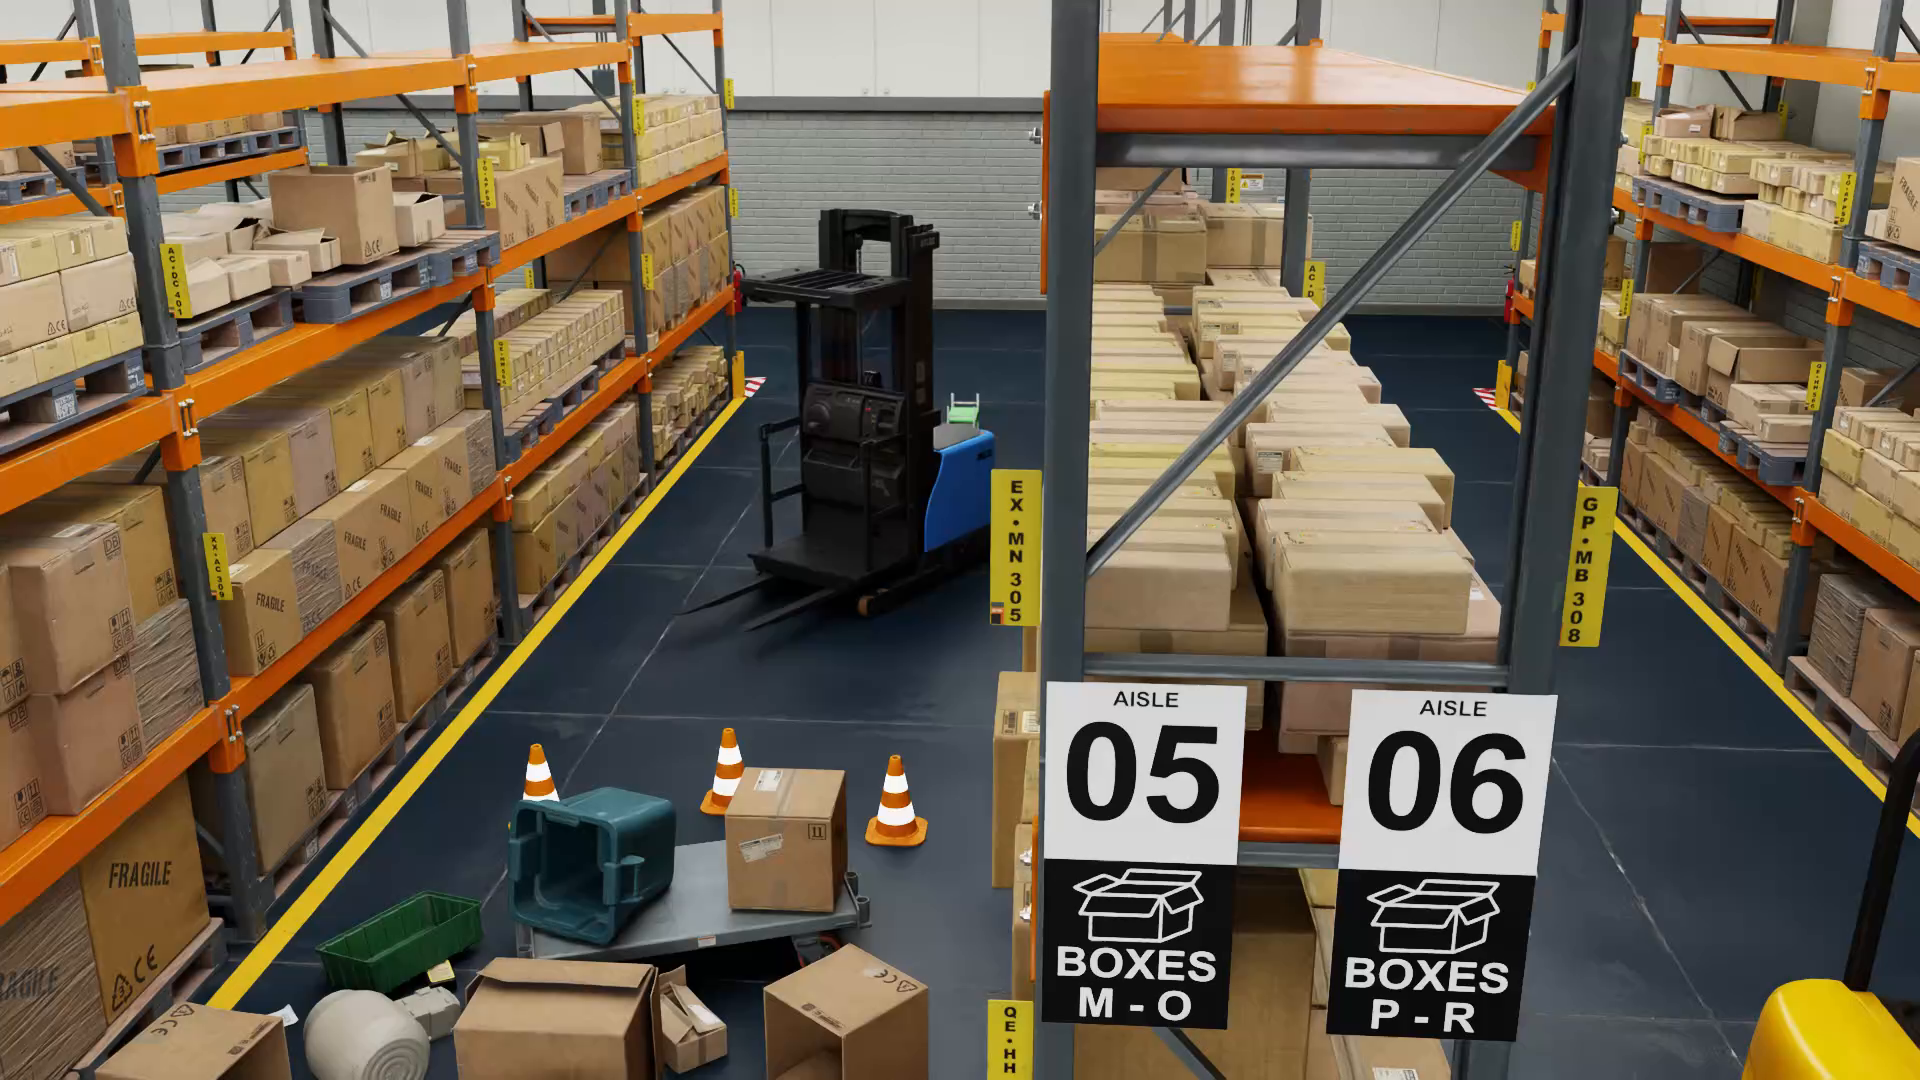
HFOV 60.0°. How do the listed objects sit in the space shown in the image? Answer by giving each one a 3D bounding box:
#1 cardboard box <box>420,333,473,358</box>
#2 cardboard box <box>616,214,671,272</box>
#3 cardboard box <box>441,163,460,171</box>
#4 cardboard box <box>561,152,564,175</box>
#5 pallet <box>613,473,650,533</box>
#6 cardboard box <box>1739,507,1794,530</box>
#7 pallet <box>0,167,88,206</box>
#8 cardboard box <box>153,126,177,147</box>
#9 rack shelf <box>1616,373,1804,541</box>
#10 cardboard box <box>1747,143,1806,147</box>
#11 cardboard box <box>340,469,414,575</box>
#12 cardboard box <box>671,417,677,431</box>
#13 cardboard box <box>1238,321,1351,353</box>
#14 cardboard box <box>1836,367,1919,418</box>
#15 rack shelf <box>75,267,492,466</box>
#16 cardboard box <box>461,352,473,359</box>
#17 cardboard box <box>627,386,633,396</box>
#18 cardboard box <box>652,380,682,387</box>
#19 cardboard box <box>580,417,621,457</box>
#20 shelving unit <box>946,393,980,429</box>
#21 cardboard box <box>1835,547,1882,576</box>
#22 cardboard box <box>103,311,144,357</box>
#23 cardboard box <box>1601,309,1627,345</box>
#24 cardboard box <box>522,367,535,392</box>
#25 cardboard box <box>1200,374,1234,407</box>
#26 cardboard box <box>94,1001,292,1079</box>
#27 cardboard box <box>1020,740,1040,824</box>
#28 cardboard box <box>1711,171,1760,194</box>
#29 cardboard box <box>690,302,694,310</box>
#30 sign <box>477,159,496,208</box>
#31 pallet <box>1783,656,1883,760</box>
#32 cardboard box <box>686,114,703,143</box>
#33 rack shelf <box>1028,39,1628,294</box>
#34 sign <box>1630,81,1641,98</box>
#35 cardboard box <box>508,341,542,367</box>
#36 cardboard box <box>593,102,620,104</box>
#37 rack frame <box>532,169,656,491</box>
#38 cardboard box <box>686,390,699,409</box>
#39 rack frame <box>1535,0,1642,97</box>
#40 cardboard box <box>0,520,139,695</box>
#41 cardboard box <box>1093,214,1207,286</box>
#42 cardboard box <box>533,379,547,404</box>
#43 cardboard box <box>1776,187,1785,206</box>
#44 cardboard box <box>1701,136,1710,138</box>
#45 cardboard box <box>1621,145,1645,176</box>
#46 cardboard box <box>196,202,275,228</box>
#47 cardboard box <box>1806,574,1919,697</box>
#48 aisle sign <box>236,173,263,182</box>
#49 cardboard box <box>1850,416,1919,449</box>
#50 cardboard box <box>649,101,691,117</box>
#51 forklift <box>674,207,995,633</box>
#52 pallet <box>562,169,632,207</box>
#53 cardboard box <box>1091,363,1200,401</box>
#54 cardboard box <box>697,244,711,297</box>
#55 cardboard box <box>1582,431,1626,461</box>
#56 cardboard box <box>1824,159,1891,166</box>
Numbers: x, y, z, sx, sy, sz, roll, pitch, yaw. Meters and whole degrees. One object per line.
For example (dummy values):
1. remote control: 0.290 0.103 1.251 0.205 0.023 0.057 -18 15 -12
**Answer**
1. cardboard box: -4.052 -1.524 13.030 0.380 0.149 0.250 1 18 4
2. cardboard box: -3.124 -2.884 16.163 0.500 0.500 0.500 1 18 2
3. cardboard box: -3.897 -2.493 12.236 0.500 0.500 0.500 1 18 4
4. cardboard box: -3.693 -3.238 14.138 0.500 0.311 0.500 1 18 3
5. pallet: -3.475 -0.357 15.173 1.003 0.211 1.213 1 18 4
6. cardboard box: 6.022 -0.138 12.325 0.380 0.149 0.250 1 18 2
7. pallet: -8.377 -3.115 14.601 0.805 0.209 1.217 1 18 2
8. cardboard box: -8.322 -4.197 16.602 0.700 0.500 0.500 2 18 7
9. rack shelf: 6.331 -0.772 13.117 1.077 0.370 4.000 1 18 4
10. cardboard box: 6.536 -3.095 13.324 0.380 0.149 0.250 2 18 5
11. cardboard box: -3.578 -0.114 9.792 0.500 0.500 0.500 2 18 5
12. cardboard box: -3.137 -1.200 17.171 0.380 0.149 0.250 1 18 2
13. cardboard box: 1.207 -0.697 6.038 0.380 0.149 0.250 2 18 6
14. cardboard box: 6.381 -0.896 11.506 0.500 0.500 0.500 2 18 7
15. rack shelf: -3.851 -1.144 9.435 1.077 0.370 4.000 1 18 4
16. cardboard box: -4.054 -1.386 13.088 0.380 0.149 0.250 1 18 4
17. cardboard box: -3.635 -1.574 17.359 0.380 0.149 0.250 1 18 2
18. cardboard box: -3.109 -1.563 17.324 0.380 0.149 0.250 1 18 2
19. cardboard box: -3.272 -0.896 14.474 0.500 0.250 0.500 2 18 7
20. shelving unit: 0.028 -0.629 14.415 0.258 1.200 0.503 1 18 4
21. cardboard box: 6.498 0.371 11.814 0.500 0.500 0.500 2 18 6
22. cardboard box: -3.702 -0.872 7.018 0.380 0.149 0.250 1 18 4
23. cardboard box: 6.268 -1.969 15.377 0.500 0.250 0.500 2 18 5
24. cardboard box: -3.440 -1.216 12.568 0.380 0.149 0.250 1 18 2
25. cardboard box: 1.101 -0.397 5.765 0.500 0.250 0.500 1 18 3
26. cardboard box: -3.082 2.253 6.742 0.500 0.500 0.500 4 19 13
27. cardboard box: 0.526 0.898 4.622 0.700 0.500 0.500 1 18 4
28. cardboard box: 5.972 -2.726 12.677 0.380 0.149 0.250 2 18 5
29. cardboard box: -3.056 -2.541 17.764 0.380 0.149 0.250 1 18 2
30. sign: -3.155 -2.375 11.080 0.100 0.325 0.005 1 18 4
31. pallet: 6.090 1.087 10.766 1.003 0.211 1.213 1 18 4
32. cardboard box: -2.988 -4.291 17.323 0.500 0.250 0.500 2 18 5
33. rack shelf: 0.807 -1.246 4.935 1.077 0.370 4.000 1 18 4
34. sign: 7.314 -4.805 18.030 0.100 0.325 0.005 1 18 4
35. cardboard box: -3.423 -1.425 12.729 0.380 0.149 0.250 1 18 2
36. cardboard box: -3.525 -4.370 16.923 0.380 0.149 0.250 2 18 6
37. rack frame: -3.421 -1.924 15.477 1.000 3.000 0.127 1 18 4
38. cardboard box: -2.976 -1.494 17.592 0.380 0.149 0.250 1 18 4
39. rack frame: 6.761 -5.828 17.758 1.000 3.000 0.127 1 18 4
40. cardboard box: -3.979 0.264 6.826 0.875 0.550 0.550 1 18 4
41. cardboard box: 0.865 -1.334 7.624 0.500 0.250 0.500 2 18 5
42. cardboard box: -3.418 -1.147 12.836 0.380 0.149 0.250 2 18 6
43. cardboard box: 6.098 -2.467 11.919 0.380 0.149 0.250 1 18 4
44. cardboard box: 6.794 -3.615 14.783 0.500 0.250 0.500 1 18 3
45. cardboard box: 6.260 -3.386 14.885 0.500 0.250 0.500 1 18 4
46. cardboard box: -4.052 -1.777 9.519 0.500 0.311 0.500 1 18 3
47. cardboard box: 6.130 0.630 10.824 0.875 0.625 0.625 2 18 6
48. aisle sign: -8.368 -4.573 19.386 0.394 0.787 0.004 1 18 4
49. cardboard box: 5.854 -0.673 10.458 0.380 0.149 0.250 2 18 5
50. cardboard box: -2.988 -4.440 17.138 0.380 0.149 0.250 2 18 5
51. forklift: -0.948 -0.978 12.701 1.130 2.935 3.031 12 22 33
52. pallet: -3.571 -3.071 14.461 1.213 0.211 1.003 1 18 4
53. cardboard box: 0.573 -0.470 5.345 0.380 0.149 0.250 2 18 5
54. cardboard box: -2.979 -2.892 17.794 0.500 0.500 0.500 1 18 4
55. cardboard box: 6.247 -0.926 16.148 0.396 0.266 0.258 2 18 6
56. cardboard box: 6.521 -2.681 12.092 0.380 0.149 0.250 1 18 4
